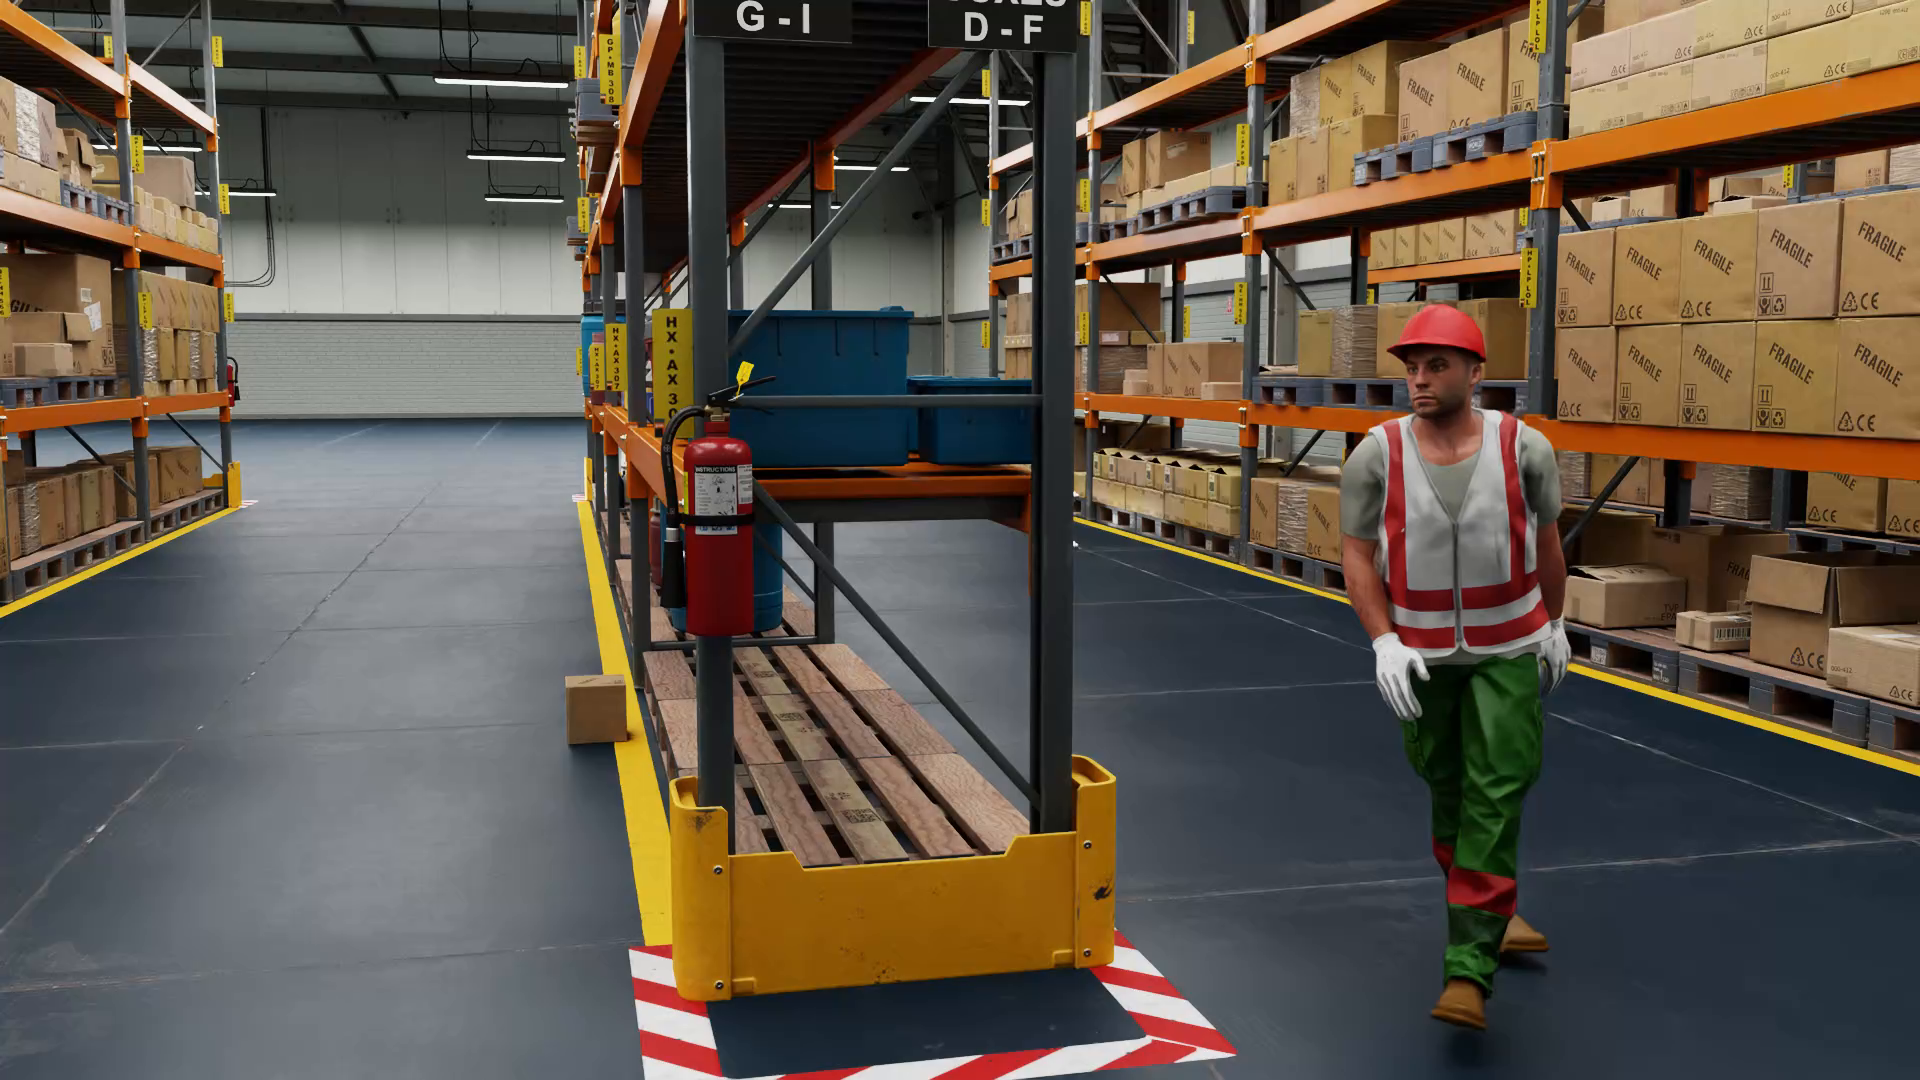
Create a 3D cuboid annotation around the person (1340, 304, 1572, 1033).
[{"bbox_3d":[1.231,0.282,4.156,0.571,1.729,0.968,2,6,19],"label":"person"}]
